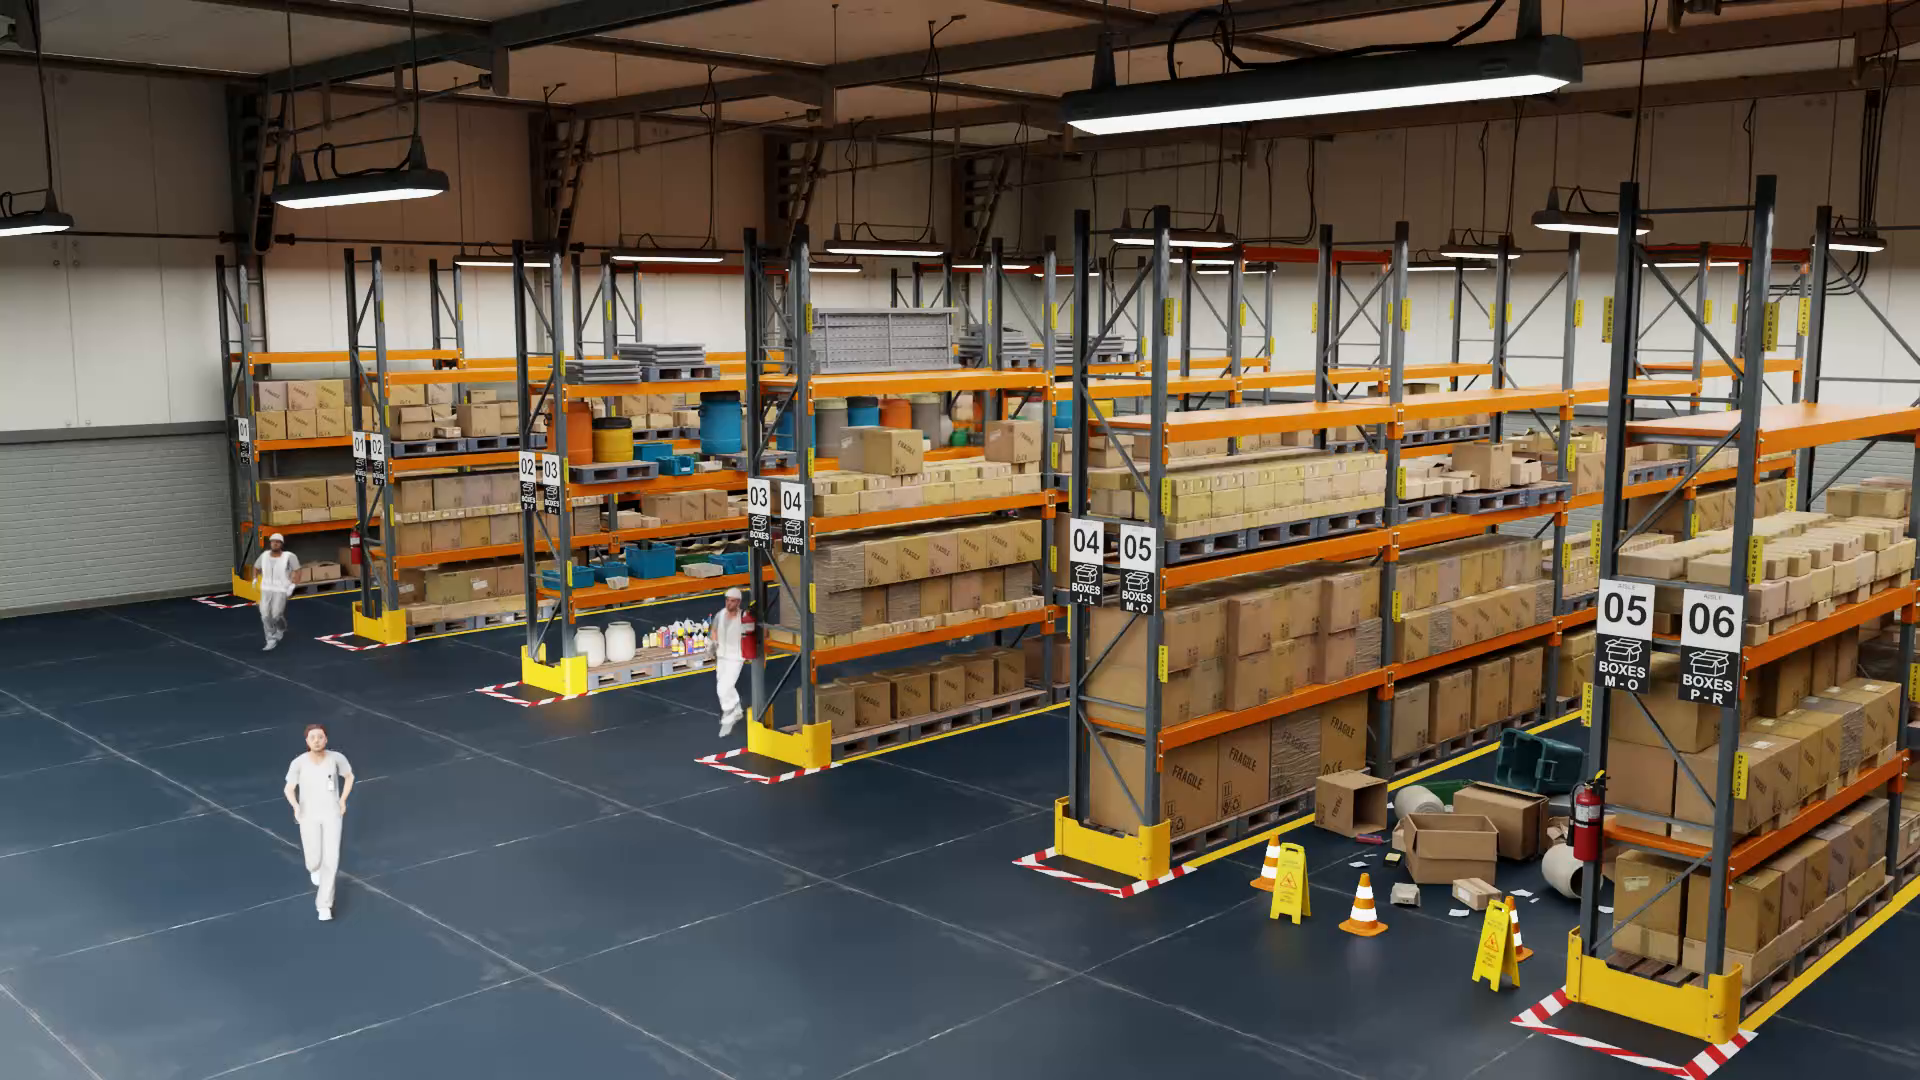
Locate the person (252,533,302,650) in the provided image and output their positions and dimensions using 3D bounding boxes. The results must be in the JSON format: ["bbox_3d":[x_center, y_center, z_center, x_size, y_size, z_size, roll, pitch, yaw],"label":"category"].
[{"bbox_3d":[-10.315,0.774,25.043,0.717,1.748,0.535,0,8,-1],"label":"person"}]

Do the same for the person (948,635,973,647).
[{"bbox_3d":[-0.025,0.738,23.935,0.503,1.615,0.677,4,9,27],"label":"person"}]

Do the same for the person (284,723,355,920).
[{"bbox_3d":[-5.461,2.362,14.227,0.565,1.641,0.731,-3,9,-23],"label":"person"}]

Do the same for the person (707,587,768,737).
[{"bbox_3d":[-2.712,1.468,20.083,0.723,1.830,0.686,5,10,33],"label":"person"}]
